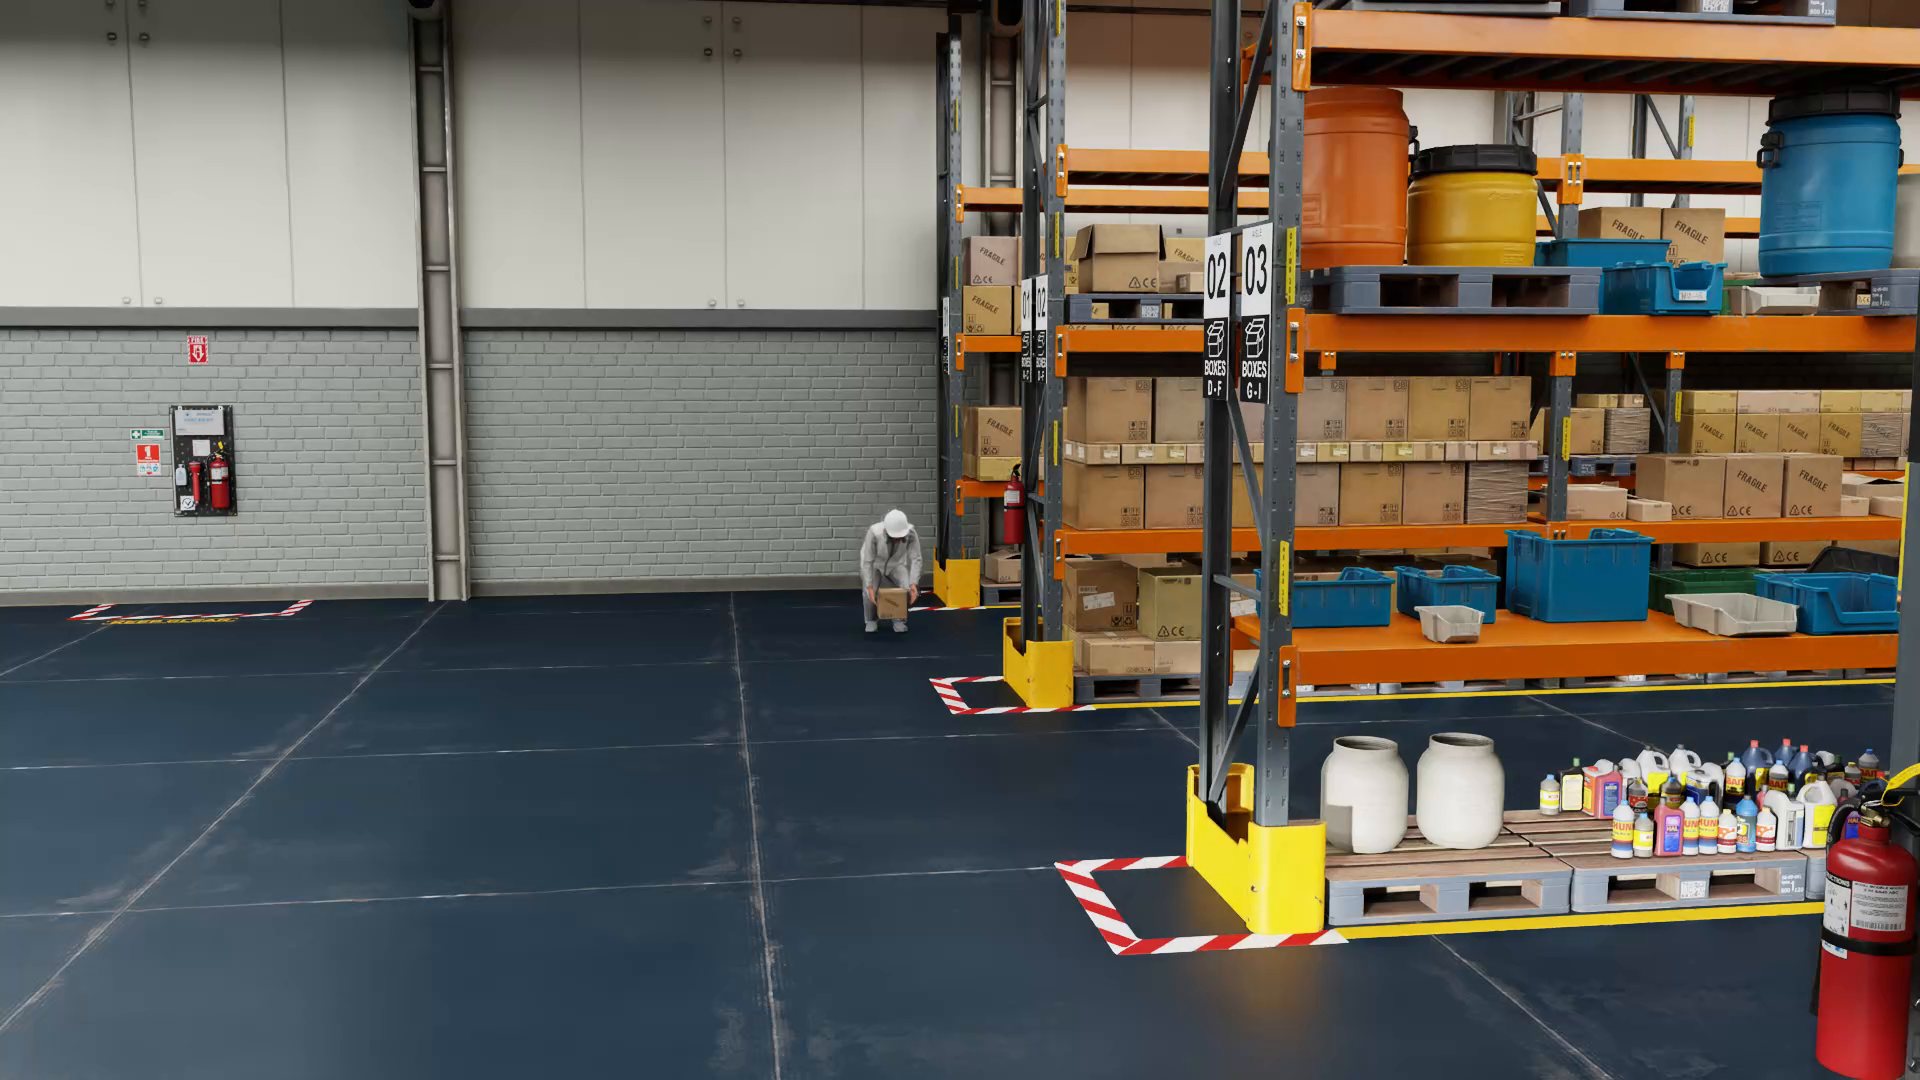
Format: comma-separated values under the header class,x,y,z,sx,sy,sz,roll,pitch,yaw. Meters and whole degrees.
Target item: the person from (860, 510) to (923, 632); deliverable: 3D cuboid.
class,x,y,z,sx,sy,sz,roll,pitch,yaw
person,-0.652,0.280,15.705,0.570,1.196,0.849,-1,7,-9
